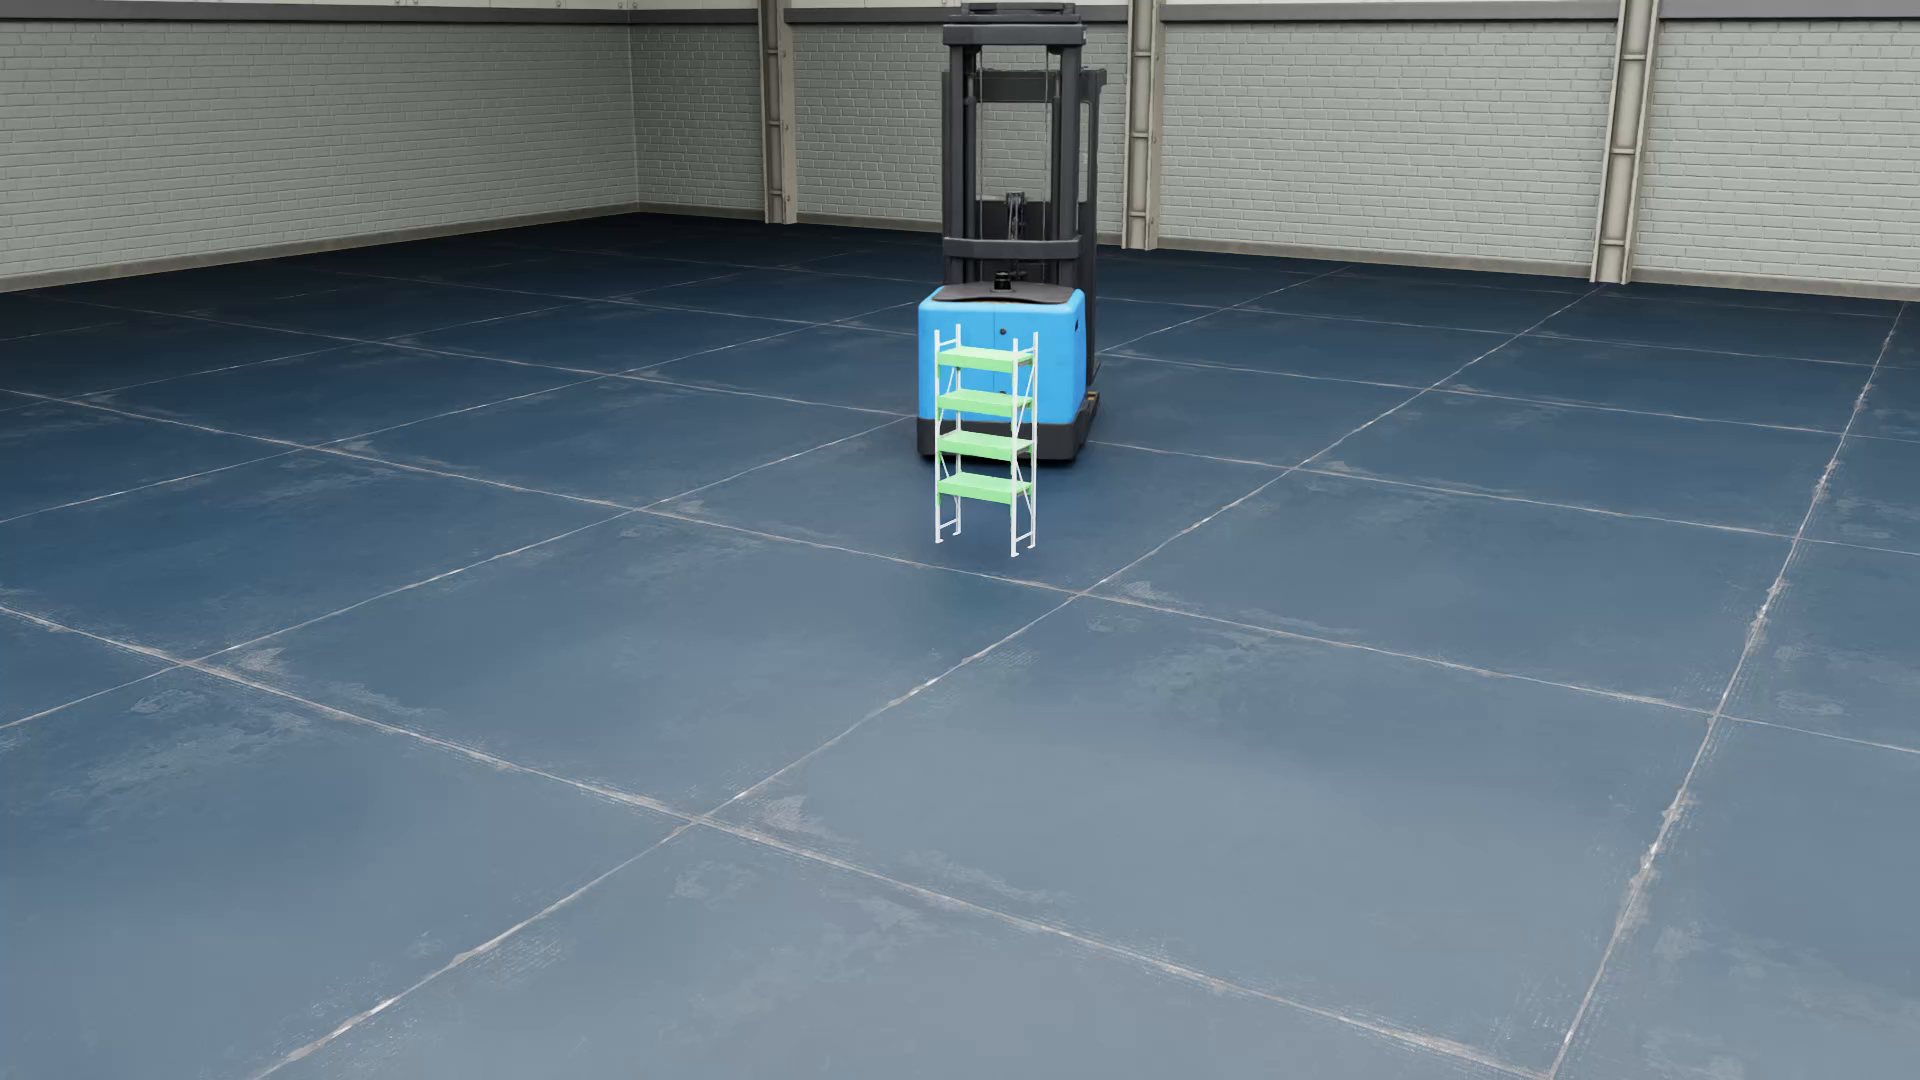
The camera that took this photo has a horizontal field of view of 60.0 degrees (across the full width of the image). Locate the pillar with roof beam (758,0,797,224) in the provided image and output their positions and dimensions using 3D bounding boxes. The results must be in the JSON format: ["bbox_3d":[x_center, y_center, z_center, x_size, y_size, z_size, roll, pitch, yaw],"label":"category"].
[{"bbox_3d":[-4.963,-8.055,20.415,0.400,9.000,9.100,10,20,30],"label":"pillar with roof beam"}]

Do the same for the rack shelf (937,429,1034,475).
[{"bbox_3d":[0.141,-0.488,9.142,0.480,0.148,0.258,10,20,30],"label":"rack shelf"}]

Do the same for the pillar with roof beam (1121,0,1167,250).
[{"bbox_3d":[0.150,-7.142,17.410,0.400,9.000,9.100,10,20,30],"label":"pillar with roof beam"}]

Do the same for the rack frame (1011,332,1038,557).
[{"bbox_3d":[0.349,-0.512,9.002,0.015,1.200,0.240,10,20,30],"label":"rack frame"}]

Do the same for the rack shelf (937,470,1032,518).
[{"bbox_3d":[0.141,-0.258,9.212,0.480,0.148,0.258,10,20,30],"label":"rack shelf"}]

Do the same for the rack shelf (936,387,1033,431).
[{"bbox_3d":[0.141,-0.717,9.073,0.480,0.148,0.258,10,20,30],"label":"rack shelf"}]

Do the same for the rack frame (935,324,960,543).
[{"bbox_3d":[-0.067,-0.586,9.246,0.015,1.200,0.240,10,20,30],"label":"rack frame"}]

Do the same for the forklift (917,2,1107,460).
[{"bbox_3d":[0.455,-2.310,11.943,1.130,2.935,3.031,3,17,9],"label":"forklift"}]

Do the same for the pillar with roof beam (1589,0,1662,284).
[{"bbox_3d":[5.263,-6.229,14.406,0.400,9.000,9.100,10,20,30],"label":"pillar with roof beam"}]

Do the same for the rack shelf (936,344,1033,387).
[{"bbox_3d":[0.141,-0.947,9.003,0.480,0.148,0.258,10,20,30],"label":"rack shelf"}]

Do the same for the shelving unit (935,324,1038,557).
[{"bbox_3d":[0.141,-0.549,9.124,0.503,1.200,0.258,10,20,30],"label":"shelving unit"}]
